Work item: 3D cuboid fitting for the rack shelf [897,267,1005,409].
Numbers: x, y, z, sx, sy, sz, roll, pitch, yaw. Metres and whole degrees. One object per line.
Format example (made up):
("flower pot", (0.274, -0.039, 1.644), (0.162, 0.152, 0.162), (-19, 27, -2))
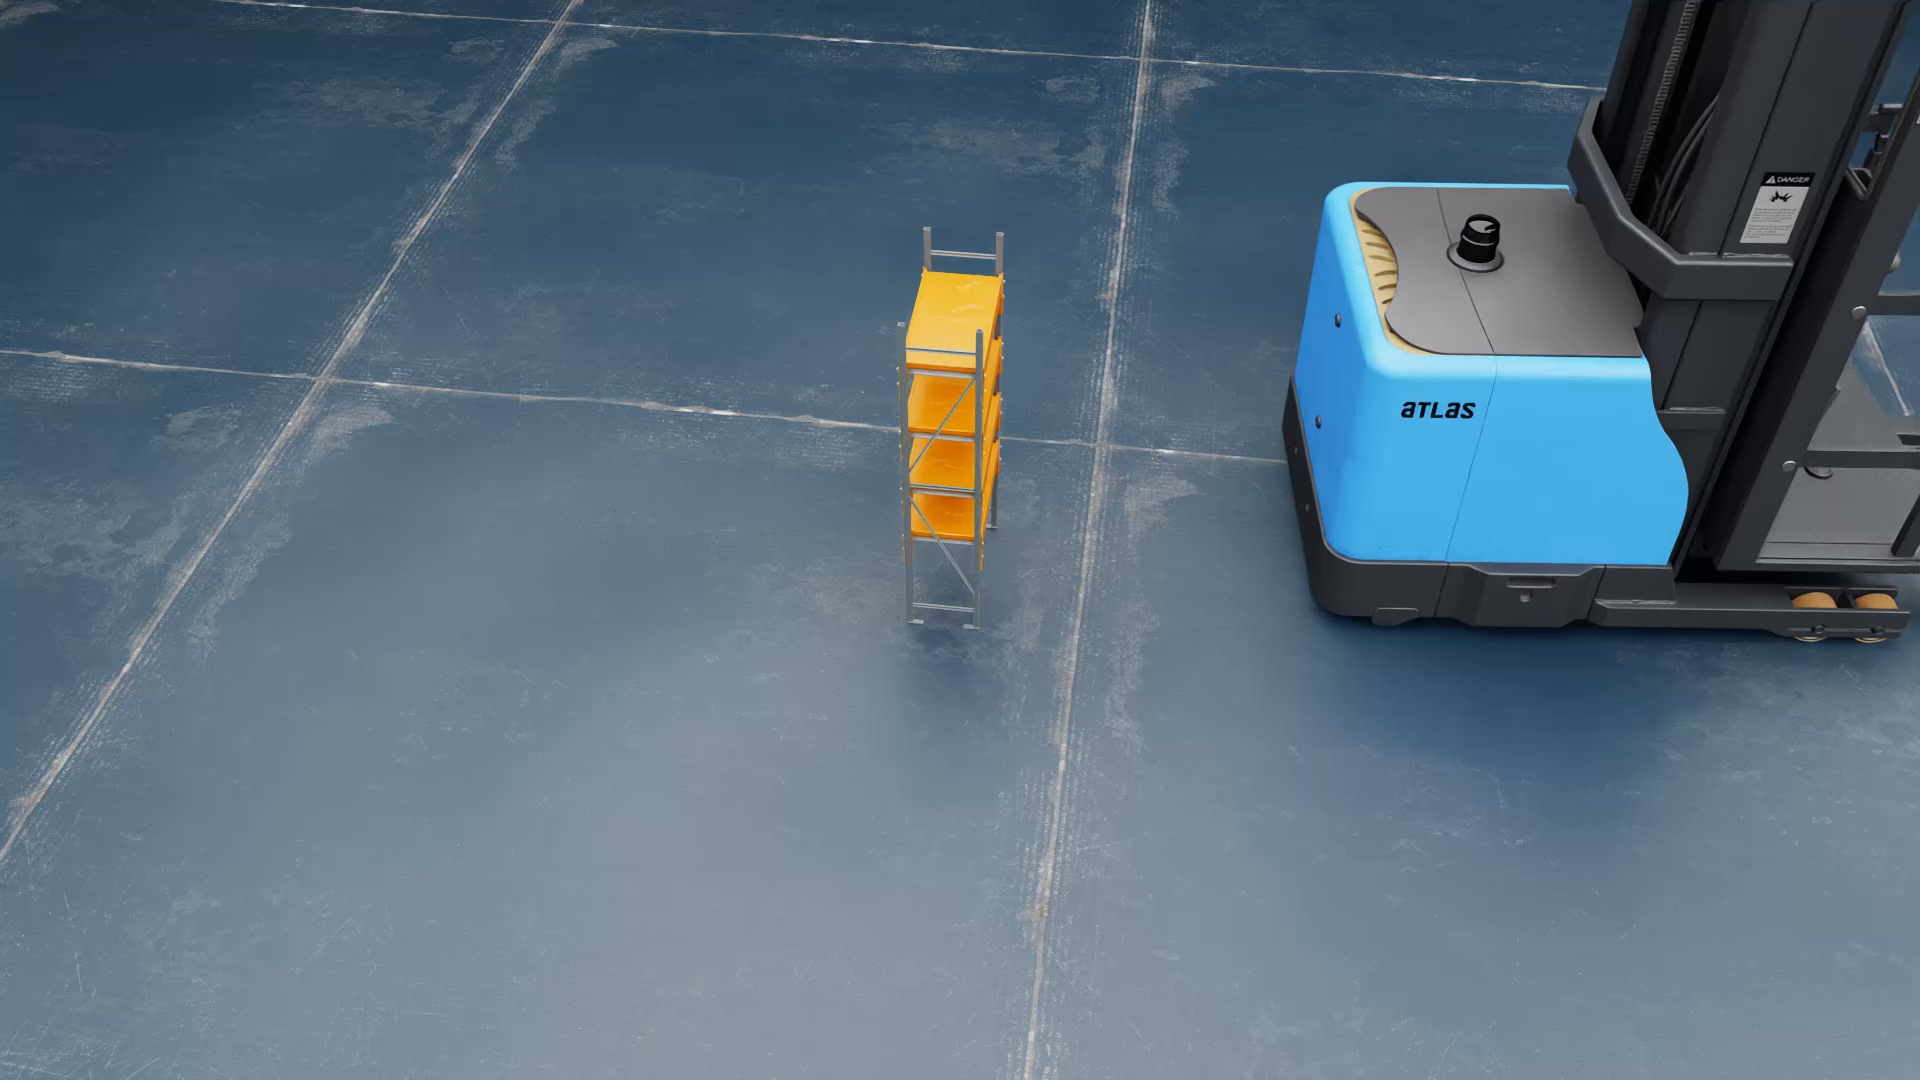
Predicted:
("rack shelf", (-0.022, -0.608, 4.948), (0.258, 0.148, 0.480), (5, 44, 6))

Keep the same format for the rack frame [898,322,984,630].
("rack frame", (-0.054, -0.157, 5.043), (0.240, 1.200, 0.015), (5, 44, 6))

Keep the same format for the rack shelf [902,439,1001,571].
("rack shelf", (-0.022, -0.130, 5.401), (0.258, 0.148, 0.480), (5, 44, 6))

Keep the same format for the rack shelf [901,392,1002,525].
("rack shelf", (-0.022, -0.274, 5.265), (0.258, 0.148, 0.480), (5, 44, 6))

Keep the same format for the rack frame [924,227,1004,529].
("rack frame", (0.010, -0.489, 5.394), (0.240, 1.200, 0.015), (5, 44, 6))

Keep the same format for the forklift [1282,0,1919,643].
("forklift", (2.680, -1.104, 4.784), (3.031, 2.935, 1.130), (1, 43, 1))

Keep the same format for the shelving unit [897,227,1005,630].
("shelving unit", (-0.022, -0.323, 5.218), (0.258, 1.200, 0.503), (5, 44, 6))

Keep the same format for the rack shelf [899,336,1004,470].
("rack shelf", (-0.022, -0.436, 5.111), (0.258, 0.148, 0.480), (5, 44, 6))
